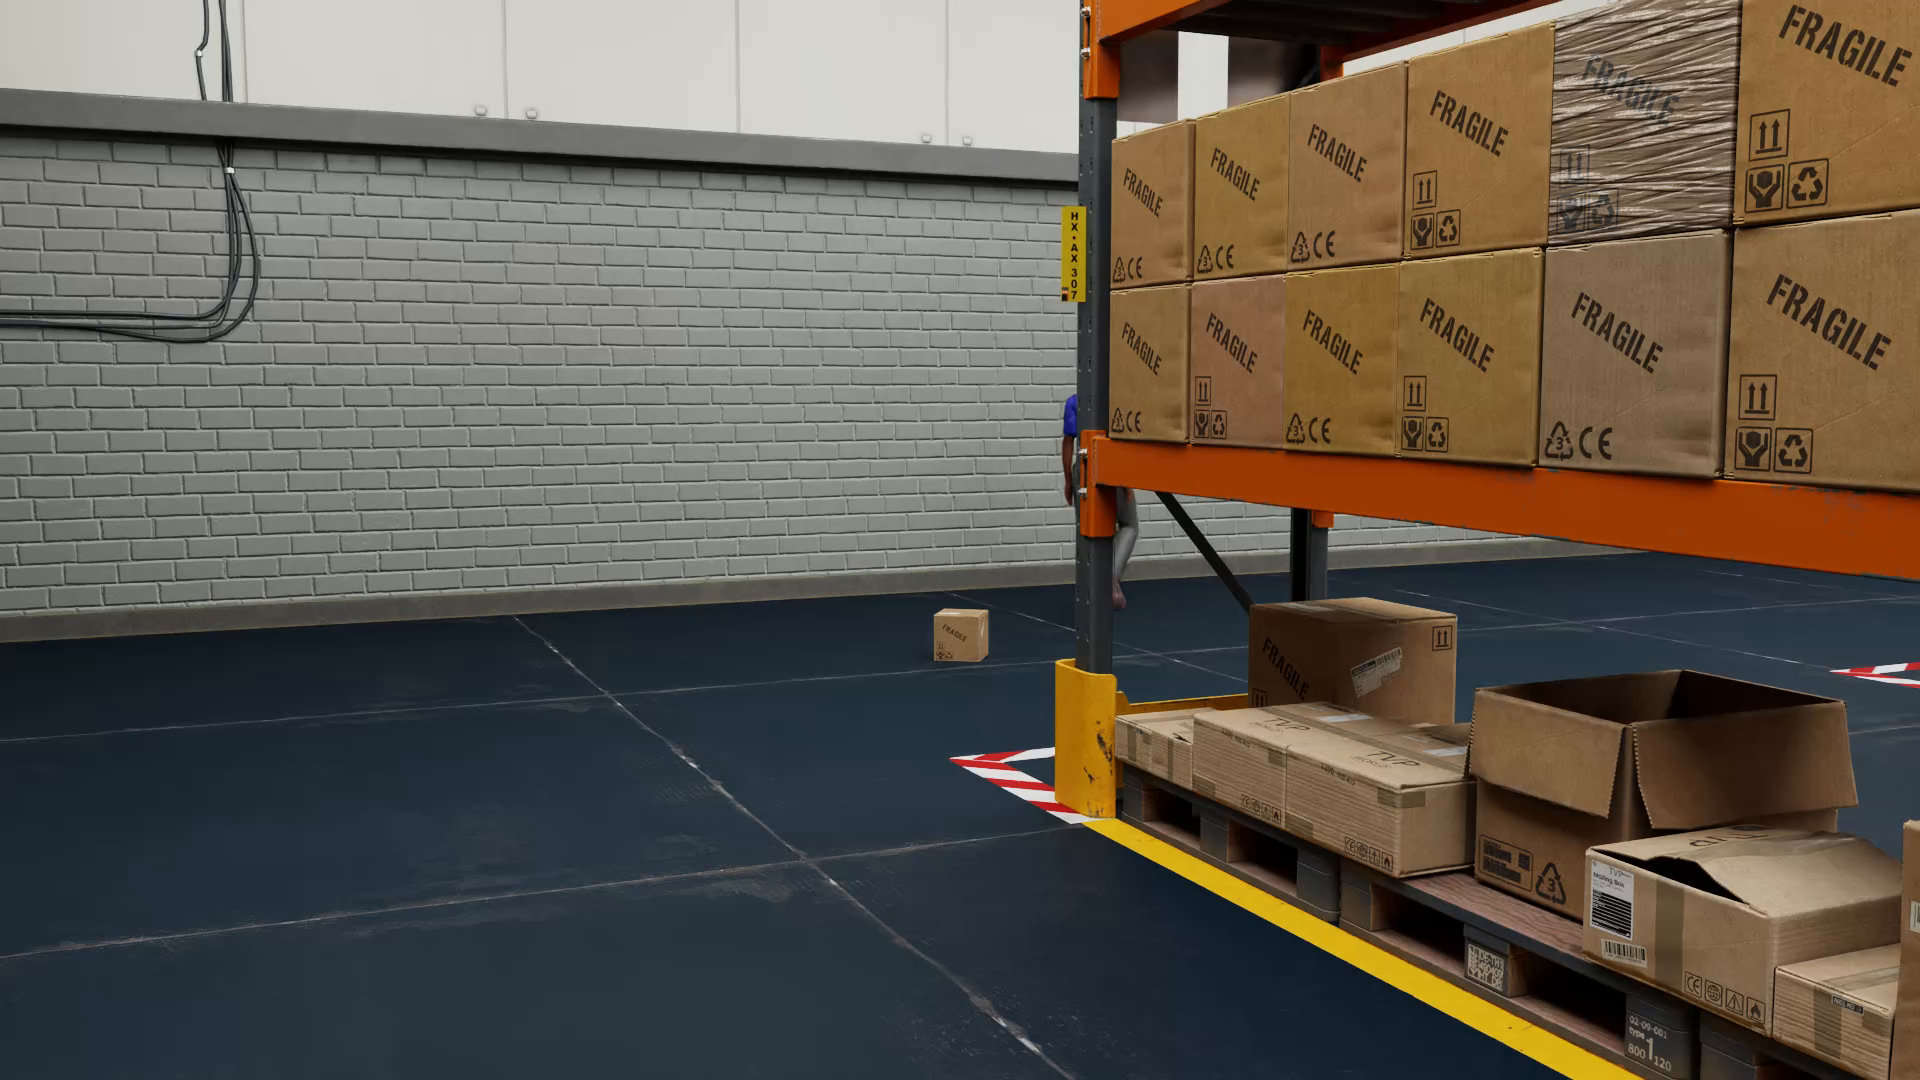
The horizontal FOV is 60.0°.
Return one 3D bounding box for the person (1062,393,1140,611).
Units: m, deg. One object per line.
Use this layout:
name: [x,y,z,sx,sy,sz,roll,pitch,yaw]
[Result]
person: [0.912,-0.374,10.825,0.474,1.676,0.397,2,6,17]
